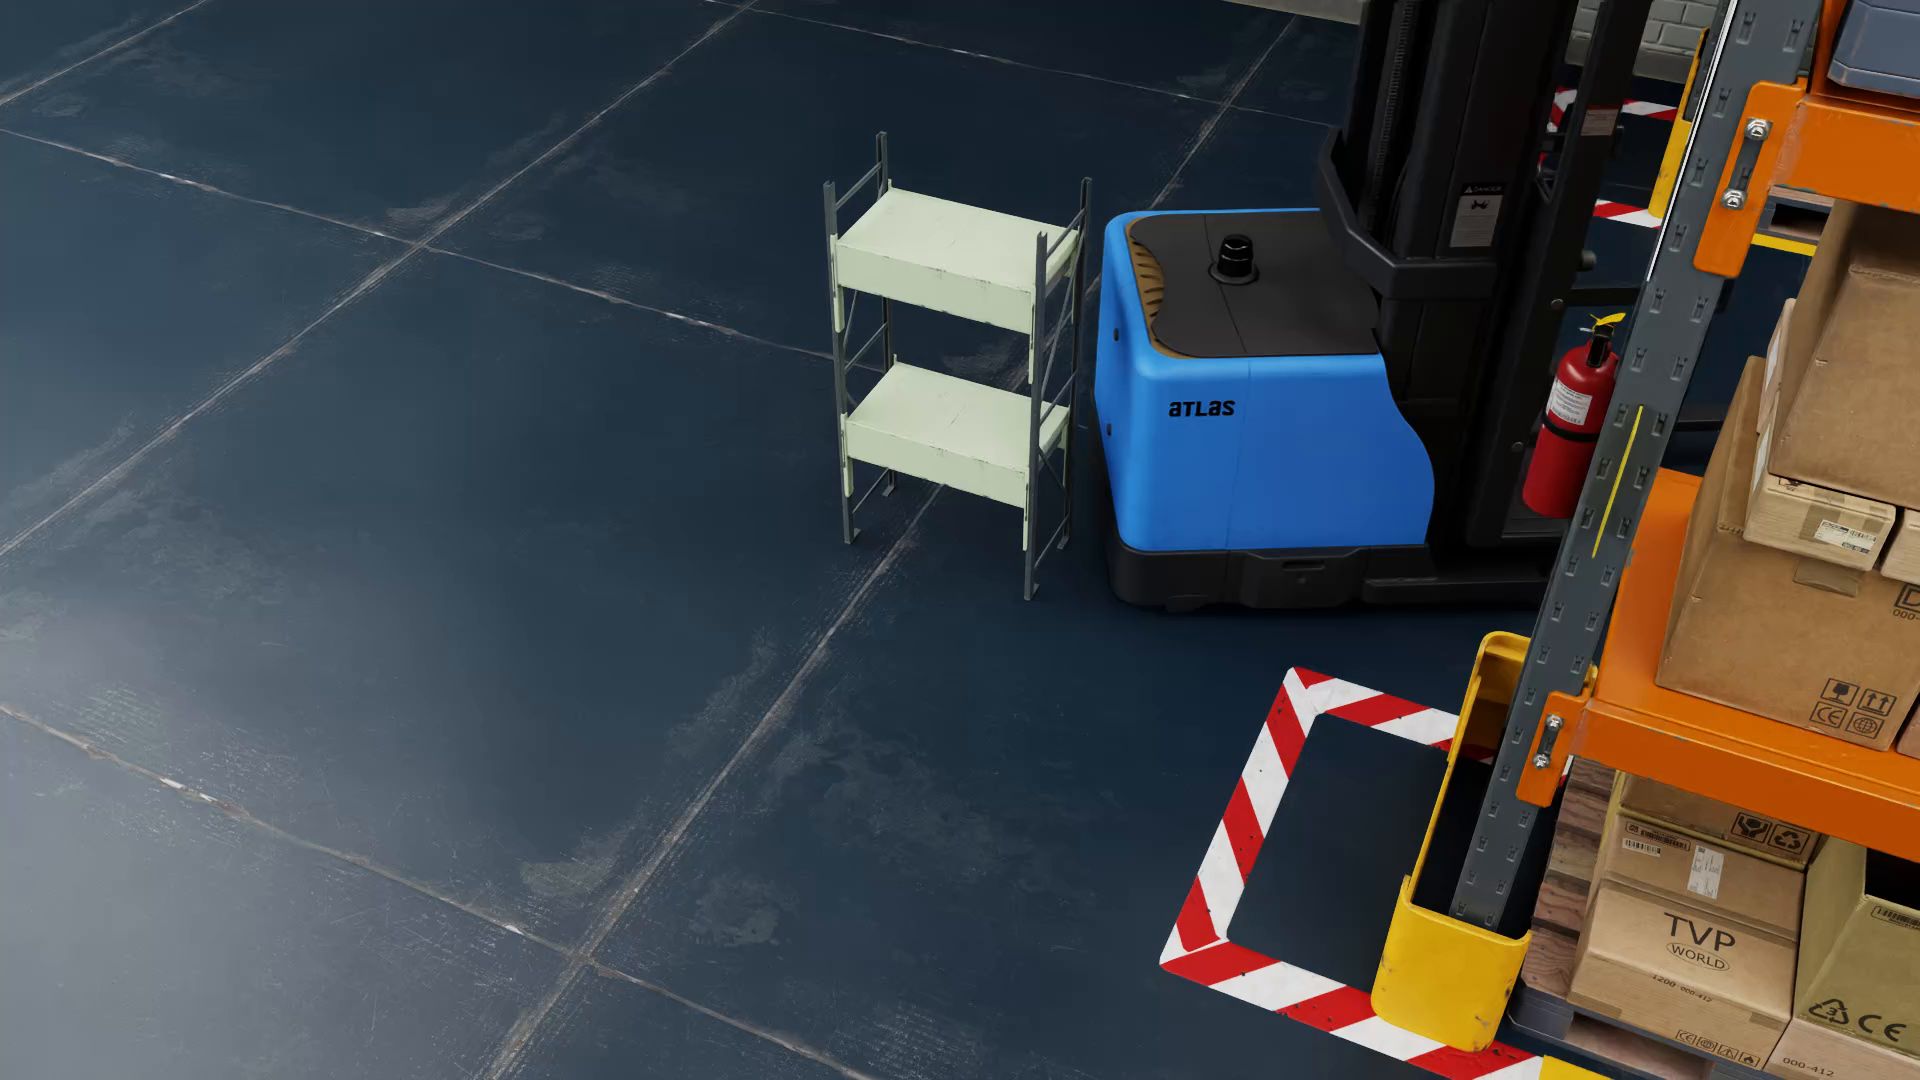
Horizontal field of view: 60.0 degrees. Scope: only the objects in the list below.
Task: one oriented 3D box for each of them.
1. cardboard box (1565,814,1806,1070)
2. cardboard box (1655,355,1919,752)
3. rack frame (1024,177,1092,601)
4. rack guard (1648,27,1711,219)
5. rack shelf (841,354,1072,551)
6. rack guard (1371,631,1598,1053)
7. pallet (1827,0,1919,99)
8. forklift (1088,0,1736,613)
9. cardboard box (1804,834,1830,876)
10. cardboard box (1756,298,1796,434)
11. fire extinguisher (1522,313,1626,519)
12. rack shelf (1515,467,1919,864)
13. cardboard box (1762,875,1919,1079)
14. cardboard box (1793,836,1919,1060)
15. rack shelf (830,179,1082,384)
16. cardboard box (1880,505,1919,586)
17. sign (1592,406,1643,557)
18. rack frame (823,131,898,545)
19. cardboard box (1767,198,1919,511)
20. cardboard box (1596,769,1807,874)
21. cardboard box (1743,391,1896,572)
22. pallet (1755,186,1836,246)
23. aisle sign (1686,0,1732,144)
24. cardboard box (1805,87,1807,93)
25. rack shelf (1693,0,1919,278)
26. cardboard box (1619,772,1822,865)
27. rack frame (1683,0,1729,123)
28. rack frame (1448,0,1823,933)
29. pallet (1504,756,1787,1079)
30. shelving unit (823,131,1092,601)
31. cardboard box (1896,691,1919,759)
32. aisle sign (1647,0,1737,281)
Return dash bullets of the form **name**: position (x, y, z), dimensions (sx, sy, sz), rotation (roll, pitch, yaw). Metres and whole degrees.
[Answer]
- **cardboard box**: position (1.963, 1.075, 4.498), dimensions (0.500, 0.250, 0.500), rotation (17, 44, 19)
- **cardboard box**: position (1.989, 0.014, 3.868), dimensions (0.500, 0.500, 0.700), rotation (17, 44, 19)
- **rack frame**: position (0.326, -0.467, 5.644), dimensions (0.023, 1.500, 0.400), rotation (17, 44, 19)
- **rack guard**: position (3.731, -2.061, 8.246), dimensions (0.348, 0.500, 1.175), rotation (17, 44, 19)
- **rack shelf**: position (-0.006, -0.322, 5.974), dimensions (0.720, 0.370, 0.431), rotation (17, 44, 19)
- **rack guard**: position (1.550, 0.853, 4.885), dimensions (0.348, 0.500, 1.175), rotation (17, 44, 19)
- **pallet**: position (2.201, -0.974, 2.861), dimensions (1.213, 0.211, 1.003), rotation (17, 44, 19)
- **forklift**: position (2.038, -1.205, 5.402), dimensions (3.031, 2.935, 1.130), rotation (-2, 41, -2)
- **cardboard box**: position (2.640, 0.899, 4.701), dimensions (0.500, 0.250, 0.500), rotation (17, 44, 19)
- **cardboard box**: position (1.998, -0.376, 3.822), dimensions (0.250, 0.149, 0.380), rotation (16, 44, 18)
- **fire extinguisher**: position (1.661, -0.365, 4.440), dimensions (0.183, 0.674, 0.296), rotation (17, 44, 19)
- **rack shelf**: position (3.384, 0.740, 3.655), dimensions (4.000, 0.370, 1.077), rotation (17, 44, 19)
- **cardboard box**: position (2.418, 1.212, 4.341), dimensions (0.500, 0.250, 0.500), rotation (17, 44, 19)
- **cardboard box**: position (2.417, 0.929, 4.094), dimensions (0.500, 0.500, 0.500), rotation (17, 44, 19)
- **rack shelf**: position (-0.006, -0.863, 5.505), dimensions (0.720, 0.370, 0.431), rotation (17, 44, 19)
- **cardboard box**: position (2.076, -0.060, 3.458), dimensions (0.250, 0.149, 0.380), rotation (16, 43, 18)
- **sign**: position (1.331, -0.115, 3.371), dimensions (0.005, 0.325, 0.100), rotation (17, 44, 19)
- **rack frame**: position (-0.338, -0.670, 5.878), dimensions (0.023, 1.500, 0.400), rotation (17, 44, 19)
- **cardboard box**: position (2.037, -0.462, 3.426), dimensions (0.500, 0.500, 0.700), rotation (17, 44, 19)
- **cardboard box**: position (2.182, 0.768, 4.852), dimensions (0.500, 0.250, 0.500), rotation (17, 44, 19)
- **cardboard box**: position (1.836, -0.132, 3.540), dimensions (0.250, 0.149, 0.380), rotation (17, 44, 18)
- **pallet**: position (4.453, -1.706, 8.057), dimensions (1.213, 0.211, 1.003), rotation (17, 44, 19)
- **aisle sign**: position (1.636, -1.260, 3.429), dimensions (0.004, 0.787, 0.394), rotation (17, 44, 19)
- **cardboard box**: position (4.251, -1.932, 7.906), dimensions (0.500, 0.311, 0.500), rotation (12, 42, 14)
- **rack shelf**: position (3.384, -0.393, 2.673), dimensions (4.000, 0.370, 1.077), rotation (17, 44, 19)
- **cardboard box**: position (2.183, 0.483, 4.608), dimensions (0.500, 0.500, 0.500), rotation (17, 44, 19)
- **rack frame**: position (3.662, -3.027, 7.452), dimensions (0.127, 3.000, 1.000), rotation (17, 44, 19)
- **rack frame**: position (1.571, -0.085, 4.058), dimensions (0.127, 3.000, 1.000), rotation (17, 44, 19)
- **pallet**: position (2.282, 1.155, 4.756), dimensions (1.213, 0.211, 1.003), rotation (17, 44, 19)
- **shelving unit**: position (-0.006, -0.569, 5.761), dimensions (0.755, 1.500, 0.431), rotation (17, 44, 19)
- **cardboard box**: position (2.467, 0.156, 3.703), dimensions (0.500, 0.500, 0.700), rotation (18, 44, 20)
- **aisle sign**: position (1.382, -0.904, 3.018), dimensions (0.004, 0.787, 0.394), rotation (17, 44, 19)
